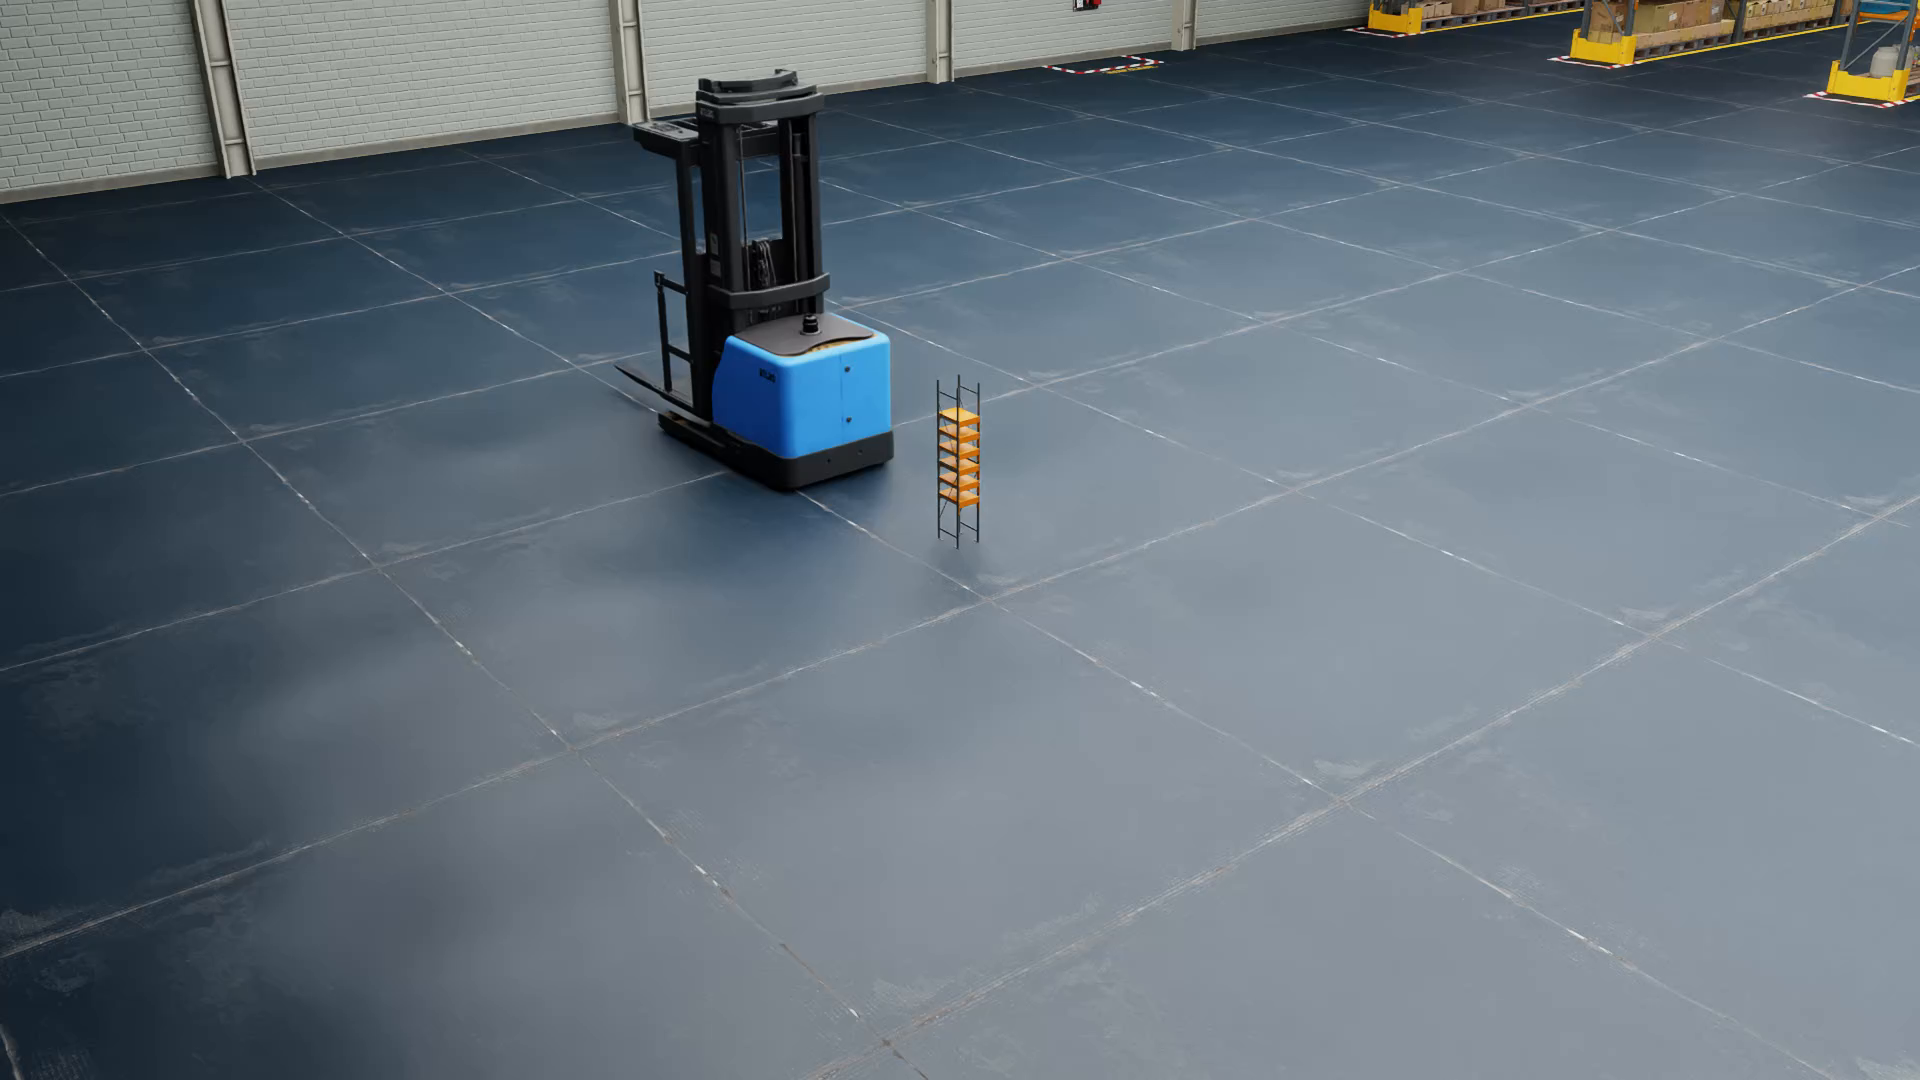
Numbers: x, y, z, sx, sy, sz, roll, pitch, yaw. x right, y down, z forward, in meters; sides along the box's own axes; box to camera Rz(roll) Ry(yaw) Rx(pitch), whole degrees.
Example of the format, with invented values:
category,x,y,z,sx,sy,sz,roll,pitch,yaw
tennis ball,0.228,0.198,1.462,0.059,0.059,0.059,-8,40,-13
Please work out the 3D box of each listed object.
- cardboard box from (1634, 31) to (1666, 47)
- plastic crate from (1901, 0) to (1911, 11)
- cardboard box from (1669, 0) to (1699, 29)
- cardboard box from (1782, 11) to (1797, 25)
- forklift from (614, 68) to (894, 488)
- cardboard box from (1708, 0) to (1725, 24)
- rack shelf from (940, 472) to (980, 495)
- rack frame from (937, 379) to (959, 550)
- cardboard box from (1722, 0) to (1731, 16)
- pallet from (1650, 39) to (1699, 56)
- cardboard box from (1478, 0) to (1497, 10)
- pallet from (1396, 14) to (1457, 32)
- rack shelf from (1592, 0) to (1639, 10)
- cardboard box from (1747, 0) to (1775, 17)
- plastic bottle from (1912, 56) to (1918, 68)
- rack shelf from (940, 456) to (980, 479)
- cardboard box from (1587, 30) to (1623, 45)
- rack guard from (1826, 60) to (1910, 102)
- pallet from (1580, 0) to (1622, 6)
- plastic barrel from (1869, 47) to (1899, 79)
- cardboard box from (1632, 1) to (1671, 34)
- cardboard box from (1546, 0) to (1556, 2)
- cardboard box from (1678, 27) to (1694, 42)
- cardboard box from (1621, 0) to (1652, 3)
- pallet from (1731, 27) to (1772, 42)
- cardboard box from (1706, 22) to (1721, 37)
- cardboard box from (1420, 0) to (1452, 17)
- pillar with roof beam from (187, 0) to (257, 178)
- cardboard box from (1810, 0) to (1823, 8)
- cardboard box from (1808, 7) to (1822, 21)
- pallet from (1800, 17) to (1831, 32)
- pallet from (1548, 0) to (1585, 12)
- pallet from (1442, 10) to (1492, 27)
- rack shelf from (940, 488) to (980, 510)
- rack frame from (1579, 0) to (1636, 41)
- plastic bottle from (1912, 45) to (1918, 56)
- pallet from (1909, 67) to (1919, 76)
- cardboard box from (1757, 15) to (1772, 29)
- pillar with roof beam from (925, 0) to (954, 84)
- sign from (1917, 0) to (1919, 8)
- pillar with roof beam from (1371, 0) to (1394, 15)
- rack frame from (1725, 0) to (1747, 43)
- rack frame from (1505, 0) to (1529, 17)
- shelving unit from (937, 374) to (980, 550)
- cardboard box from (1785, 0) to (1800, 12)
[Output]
category,x,y,z,sx,sy,sz,roll,pitch,yaw
cardboard box,13.087,-9.585,31.735,0.500,0.250,0.500,-18,31,-34
plastic crate,15.914,-9.132,28.167,0.408,0.251,0.499,-18,31,-34
cardboard box,13.877,-10.183,32.132,0.500,0.500,0.500,-18,31,-34
cardboard box,16.964,-10.850,34.460,0.500,0.250,0.500,-18,30,-33
forklift,-1.842,-2.271,13.288,1.130,2.935,3.031,-19,31,-35
cardboard box,14.653,-10.449,32.705,0.500,0.500,0.500,-18,31,-34
rack shelf,-0.011,-0.391,11.686,0.180,0.103,0.258,-18,31,-34
rack frame,-0.083,-0.517,11.565,0.006,1.200,0.240,-18,31,-34
cardboard box,15.426,-10.882,33.863,0.500,0.311,0.500,-18,31,-34
pallet,13.672,-9.708,32.544,1.213,0.211,1.003,-18,31,-34
cardboard box,11.432,-11.907,36.417,0.500,0.500,0.500,-21,32,-38
pallet,9.797,-11.039,35.413,1.213,0.211,1.003,-18,31,-34
rack shelf,13.710,-10.638,32.091,4.000,0.370,1.077,-18,31,-34
cardboard box,16.160,-10.835,33.761,0.500,0.311,0.500,-19,31,-35
plastic bottle,16.781,-8.412,29.240,0.097,0.201,0.097,0,25,0
rack shelf,-0.011,-0.500,11.635,0.180,0.103,0.258,-18,31,-34
cardboard box,12.376,-9.626,31.822,0.500,0.250,0.500,-18,31,-34
rack guard,15.221,-7.705,27.885,0.348,0.500,1.175,-18,31,-34
pallet,14.756,-12.696,38.982,1.213,0.211,1.003,-18,31,-34
plastic barrel,15.661,-8.062,28.141,0.421,0.512,0.421,0,25,0
cardboard box,13.088,-9.925,31.575,0.500,0.500,0.500,-18,31,-34
cardboard box,13.169,-12.538,37.775,0.500,0.500,0.700,-19,31,-35
cardboard box,13.877,-9.843,32.290,0.500,0.250,0.500,-18,31,-34
cardboard box,13.152,-10.231,32.236,0.500,0.500,0.500,-18,31,-34
pallet,15.840,-10.424,34.086,1.213,0.211,1.003,-18,31,-34
cardboard box,14.654,-10.108,32.861,0.500,0.250,0.500,-18,31,-34
cardboard box,10.125,-11.363,35.470,0.500,0.311,0.500,-15,29,-30
pillar with roof beam,-7.136,-7.614,17.594,0.400,9.000,9.100,-18,31,-34
cardboard box,17.766,-11.366,34.906,0.500,0.311,0.500,-19,31,-35
cardboard box,17.765,-11.114,35.029,0.500,0.250,0.500,-19,31,-35
pallet,17.760,-11.057,35.452,1.213,0.211,1.003,-18,31,-34
pallet,13.797,-12.381,38.303,1.213,0.211,1.003,-18,31,-34
pallet,10.757,-11.355,36.092,1.213,0.211,1.003,-18,31,-34
rack shelf,-0.011,-0.282,11.736,0.180,0.103,0.258,-18,31,-34
rack frame,12.136,-10.445,30.820,0.127,3.000,1.000,-18,31,-34
plastic bottle,16.817,-8.560,29.383,0.185,0.351,0.144,-17,30,-32
pallet,16.823,-8.098,29.076,1.213,0.211,1.003,-18,31,-34
cardboard box,16.157,-10.583,33.884,0.500,0.250,0.500,-17,30,-33
pillar with roof beam,2.307,-10.731,24.311,0.400,9.000,9.100,-18,31,-34
sign,15.526,-8.745,26.829,0.005,0.325,0.100,-18,31,-34
pillar with roof beam,11.750,-13.849,31.027,0.400,9.000,9.100,-18,31,-34
rack frame,15.284,-11.484,33.059,0.127,3.000,1.000,-18,31,-34
rack frame,12.224,-13.124,36.593,0.127,3.000,1.000,-18,31,-34
shelving unit,-0.011,-0.540,11.617,0.189,1.200,0.258,-18,31,-34
cardboard box,16.972,-11.106,34.346,0.500,0.311,0.500,-17,30,-33
